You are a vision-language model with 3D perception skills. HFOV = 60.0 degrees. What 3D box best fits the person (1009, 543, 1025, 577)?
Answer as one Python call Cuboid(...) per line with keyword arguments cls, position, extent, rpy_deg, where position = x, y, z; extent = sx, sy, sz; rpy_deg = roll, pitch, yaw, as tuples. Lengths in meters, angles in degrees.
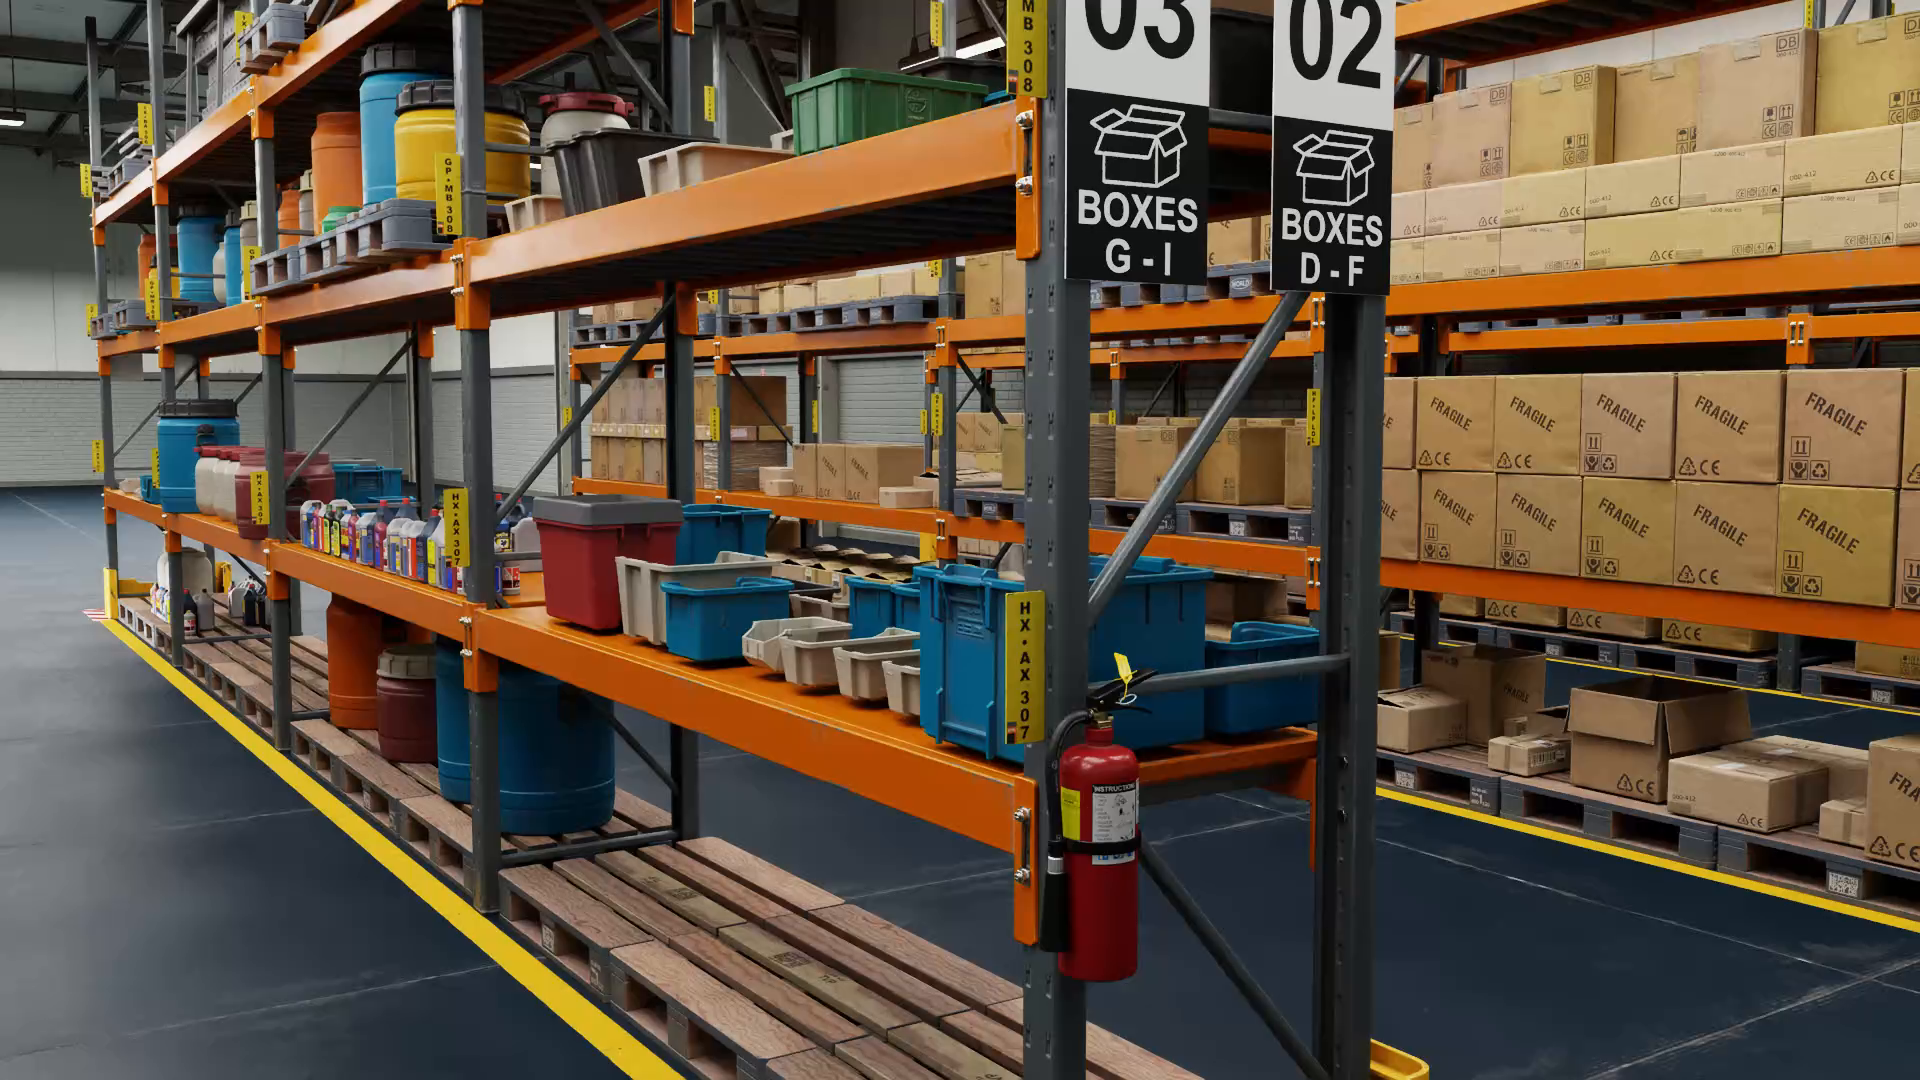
Cuboid(cls="person", position=(0.786, 0.216, 15.612), extent=(0.492, 1.354, 0.899), rpy_deg=(-3, 6, -36))
